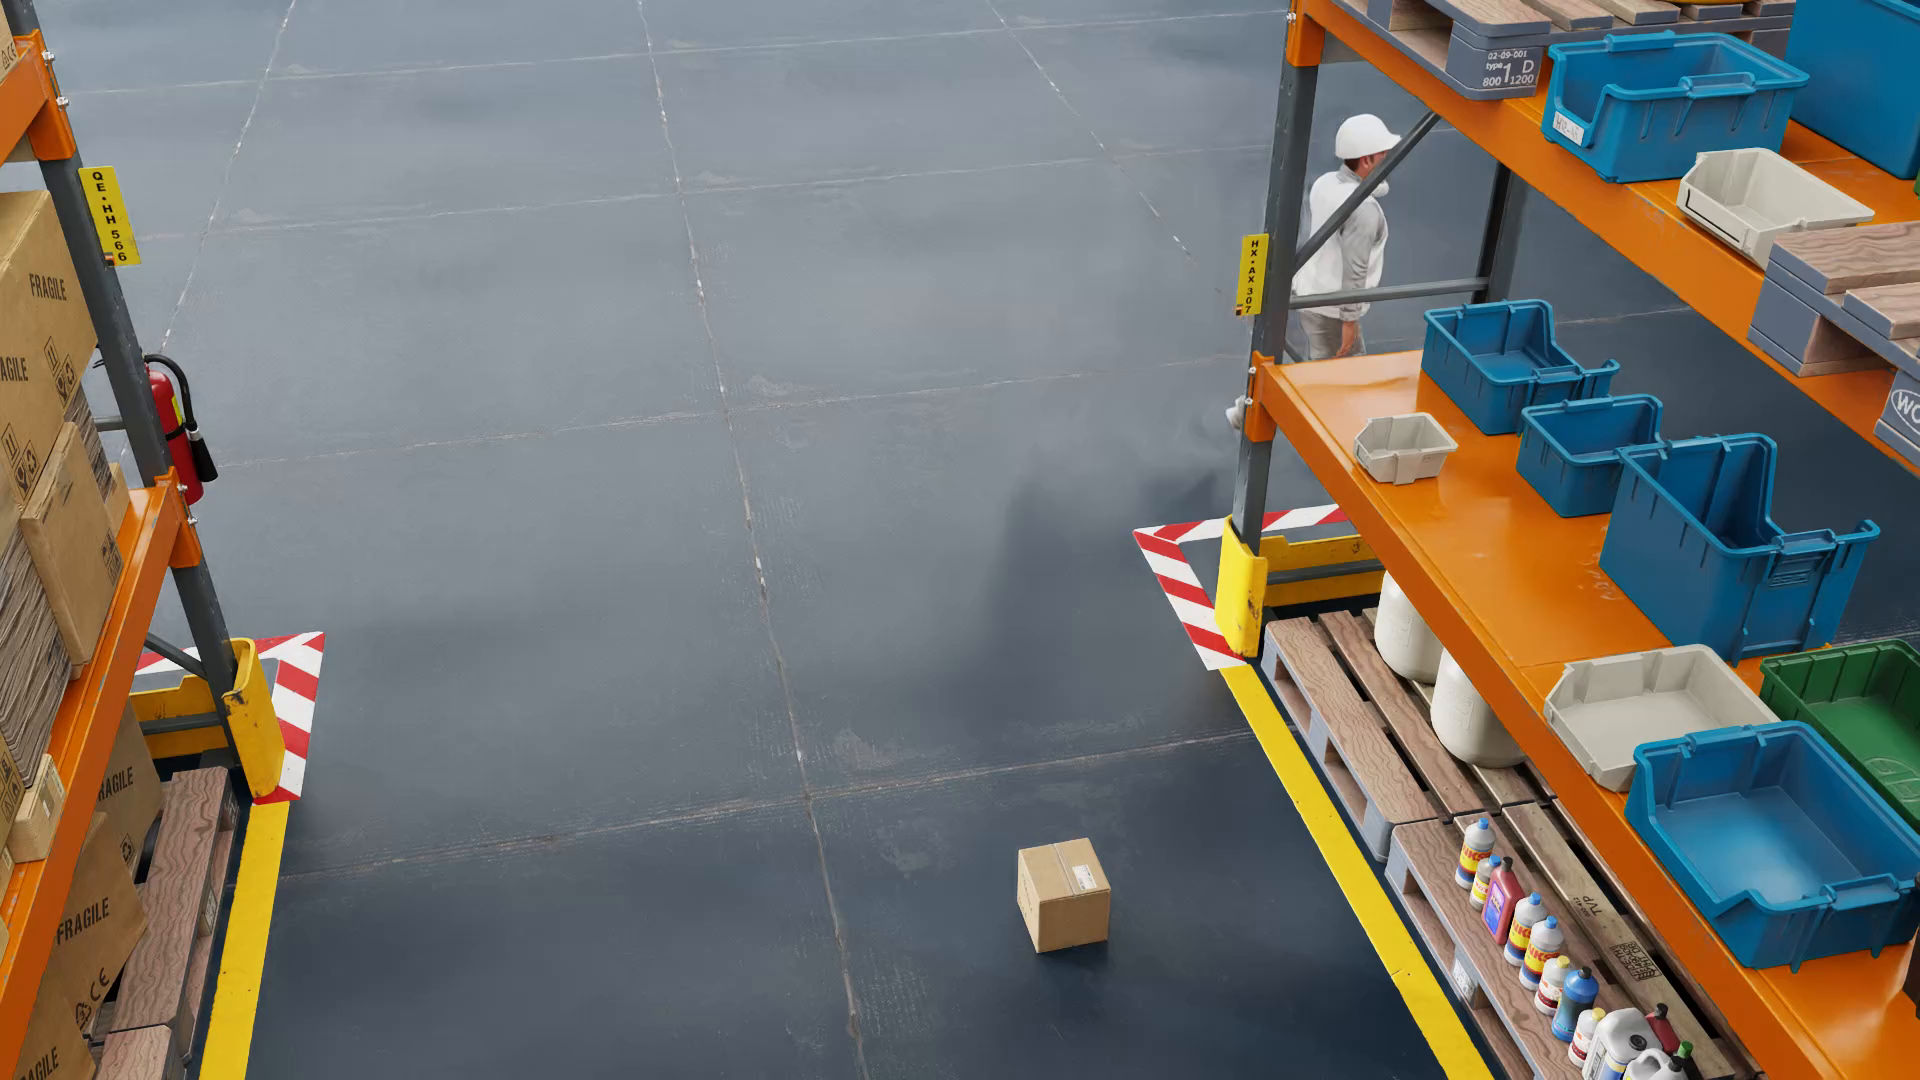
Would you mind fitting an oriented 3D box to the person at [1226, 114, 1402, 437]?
[{"bbox_3d":[1.695,-1.122,7.777,0.830,1.737,0.605,-4,34,-6],"label":"person"}]
